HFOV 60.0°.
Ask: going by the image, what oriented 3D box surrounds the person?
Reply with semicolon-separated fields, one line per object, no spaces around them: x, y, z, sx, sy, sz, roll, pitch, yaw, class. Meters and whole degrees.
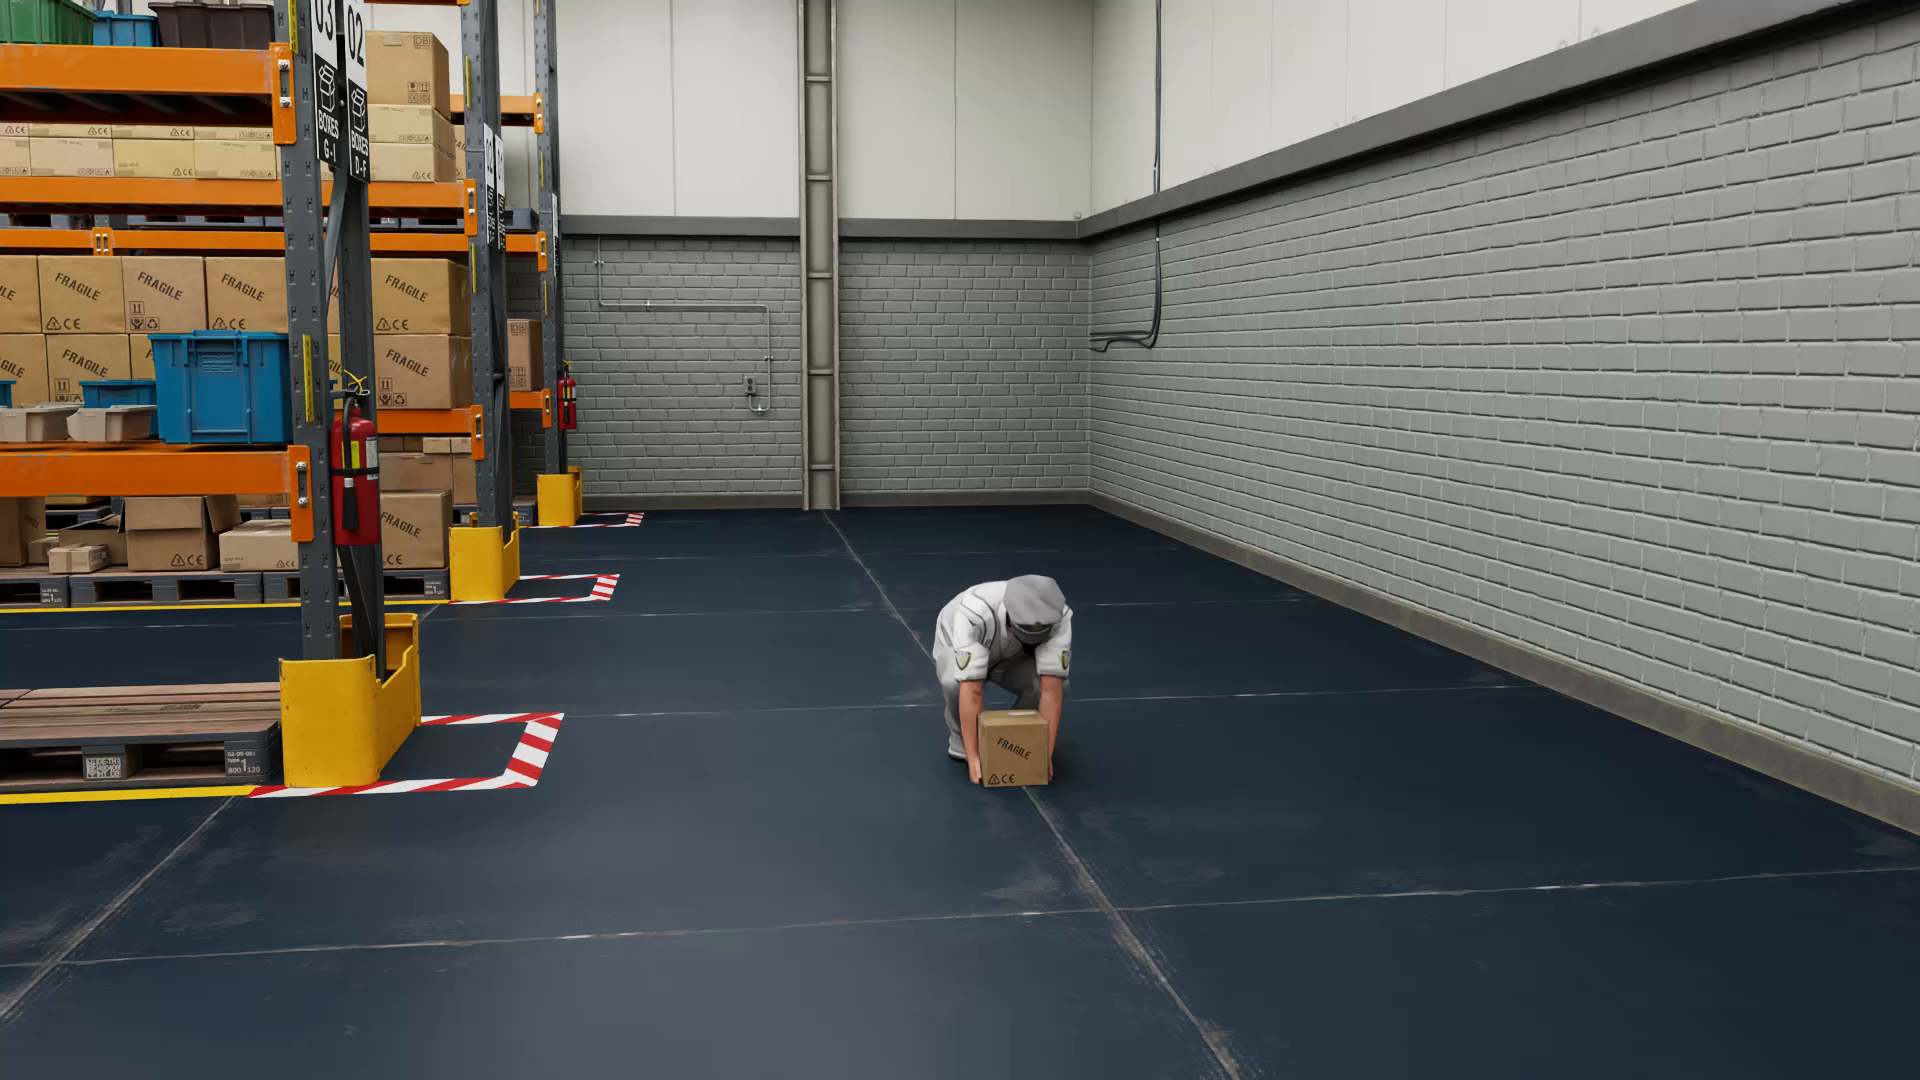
0.179;0.530;6.845;0.524;0.843;1.011;-1;7;-10;person
